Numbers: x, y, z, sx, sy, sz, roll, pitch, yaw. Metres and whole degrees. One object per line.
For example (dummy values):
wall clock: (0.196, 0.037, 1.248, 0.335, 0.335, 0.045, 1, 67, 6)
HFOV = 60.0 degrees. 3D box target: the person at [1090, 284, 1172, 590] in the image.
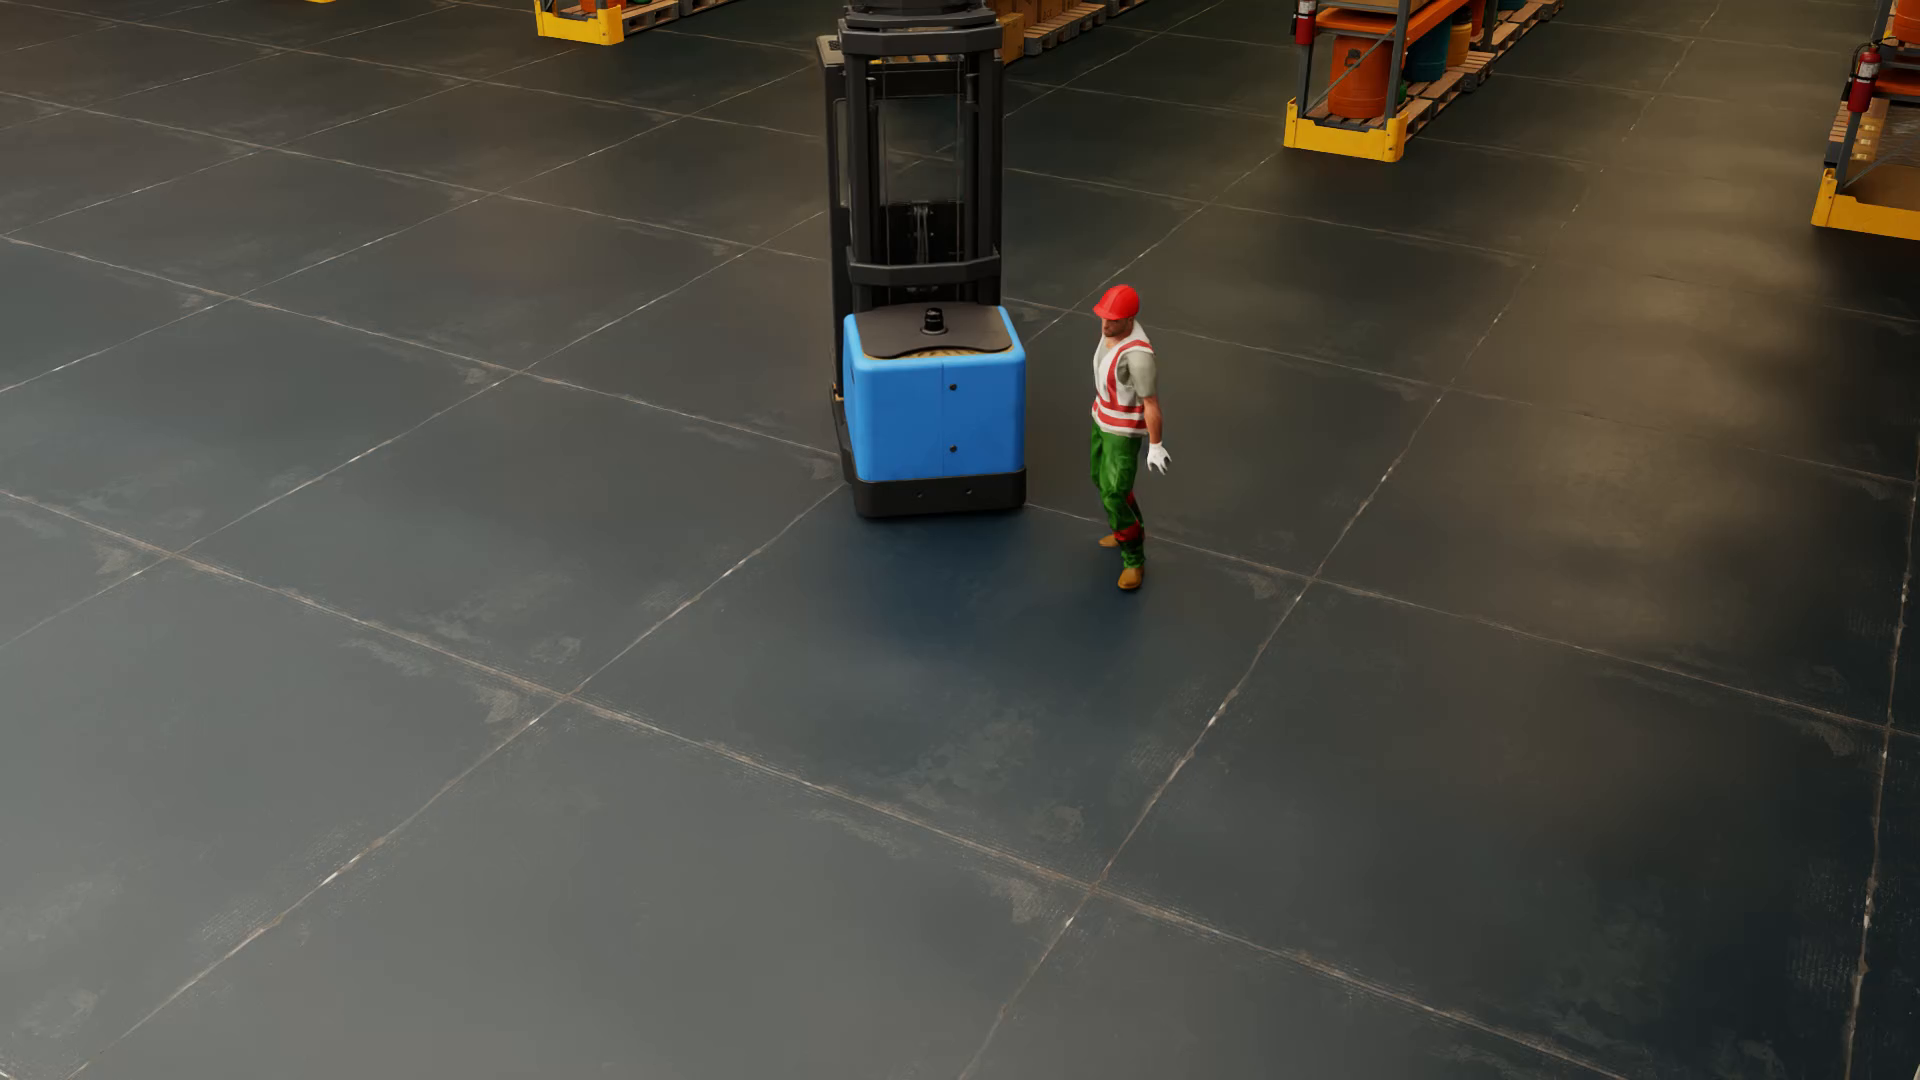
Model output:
person: (0.918, -0.657, 9.439, 0.464, 1.750, 0.887, -6, 31, -11)

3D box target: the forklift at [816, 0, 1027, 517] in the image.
forklift: (-0.316, -2.125, 10.753, 1.130, 2.935, 3.031, -4, 30, -7)
